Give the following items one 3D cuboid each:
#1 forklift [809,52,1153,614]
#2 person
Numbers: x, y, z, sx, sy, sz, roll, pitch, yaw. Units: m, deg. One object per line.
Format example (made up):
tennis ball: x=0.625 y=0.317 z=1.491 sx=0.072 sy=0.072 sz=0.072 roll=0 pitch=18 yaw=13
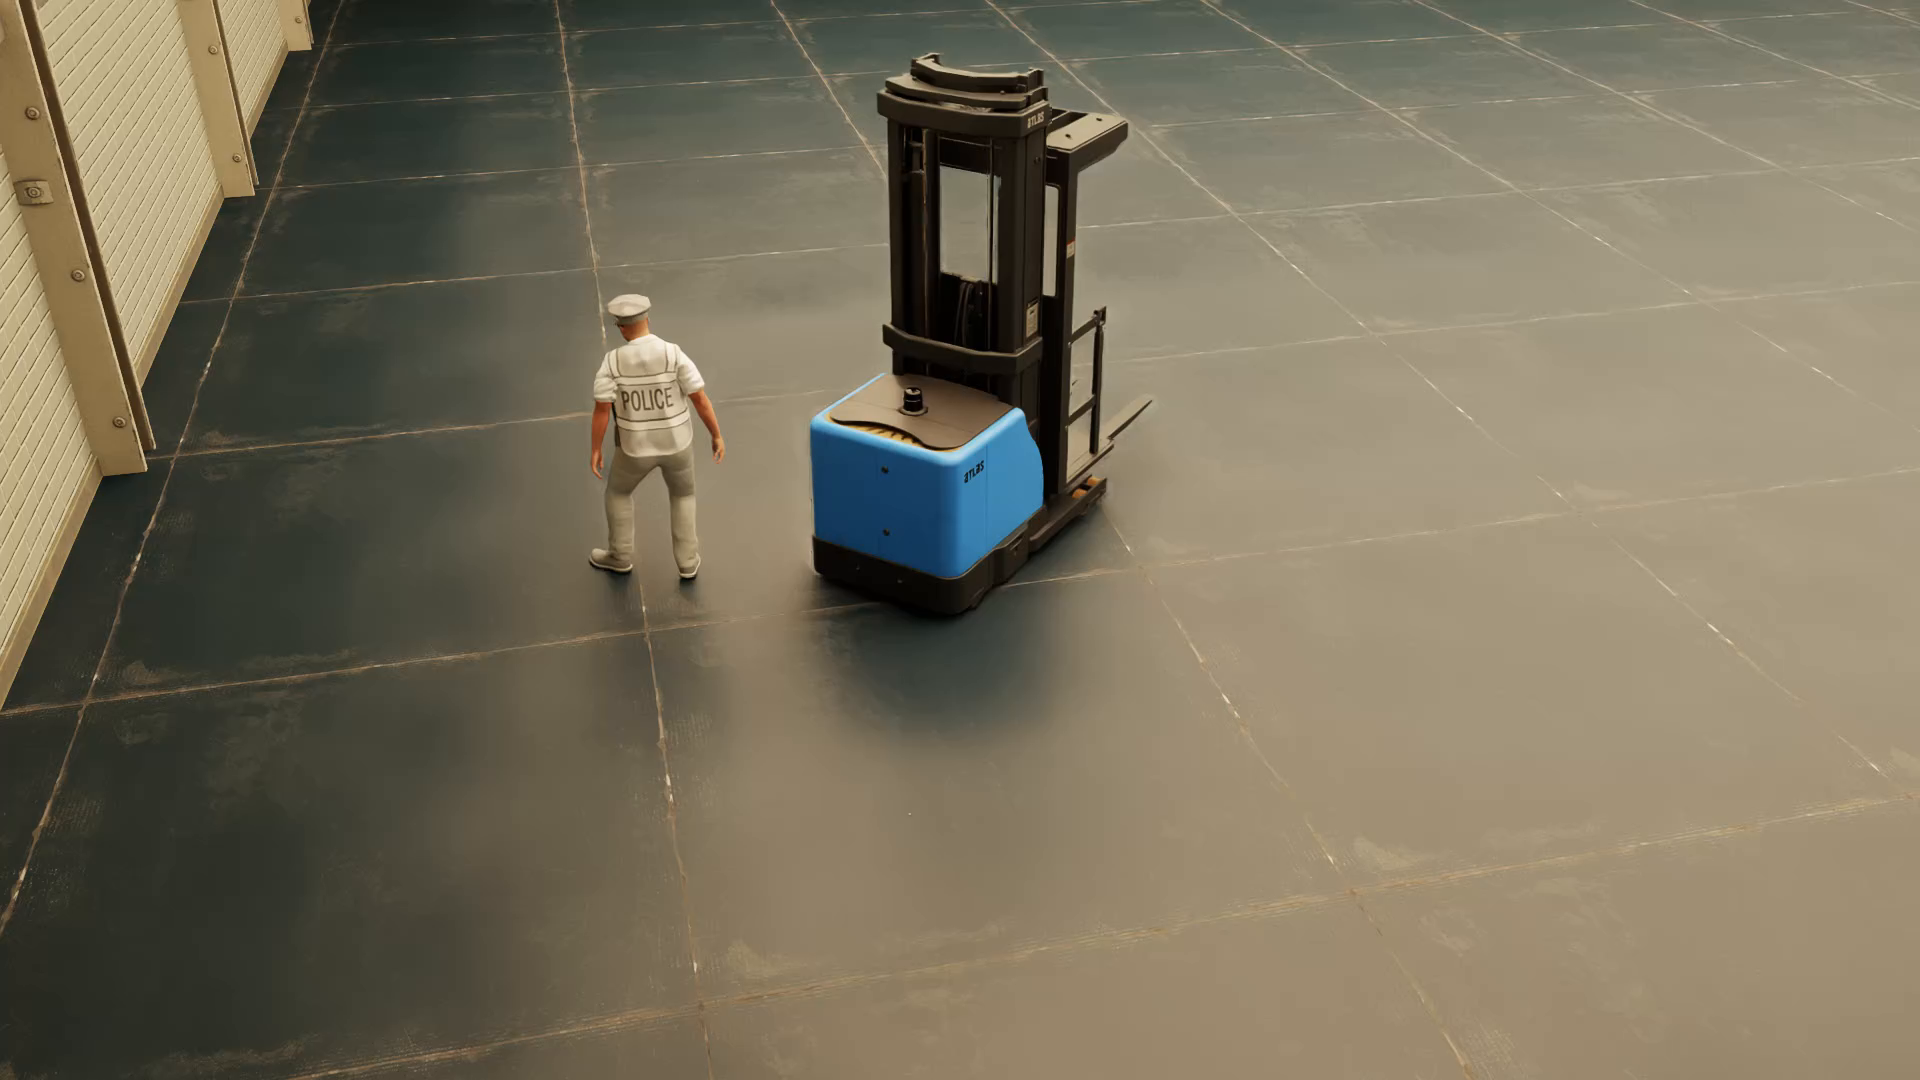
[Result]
forklift: x=0.307 y=-1.540 z=10.235 sx=1.130 sy=2.935 sz=3.031 roll=17 pitch=34 yaw=27
person: x=-1.833 y=-0.580 z=9.805 sx=0.874 sy=1.719 sz=0.426 roll=-5 pitch=30 yaw=-9
